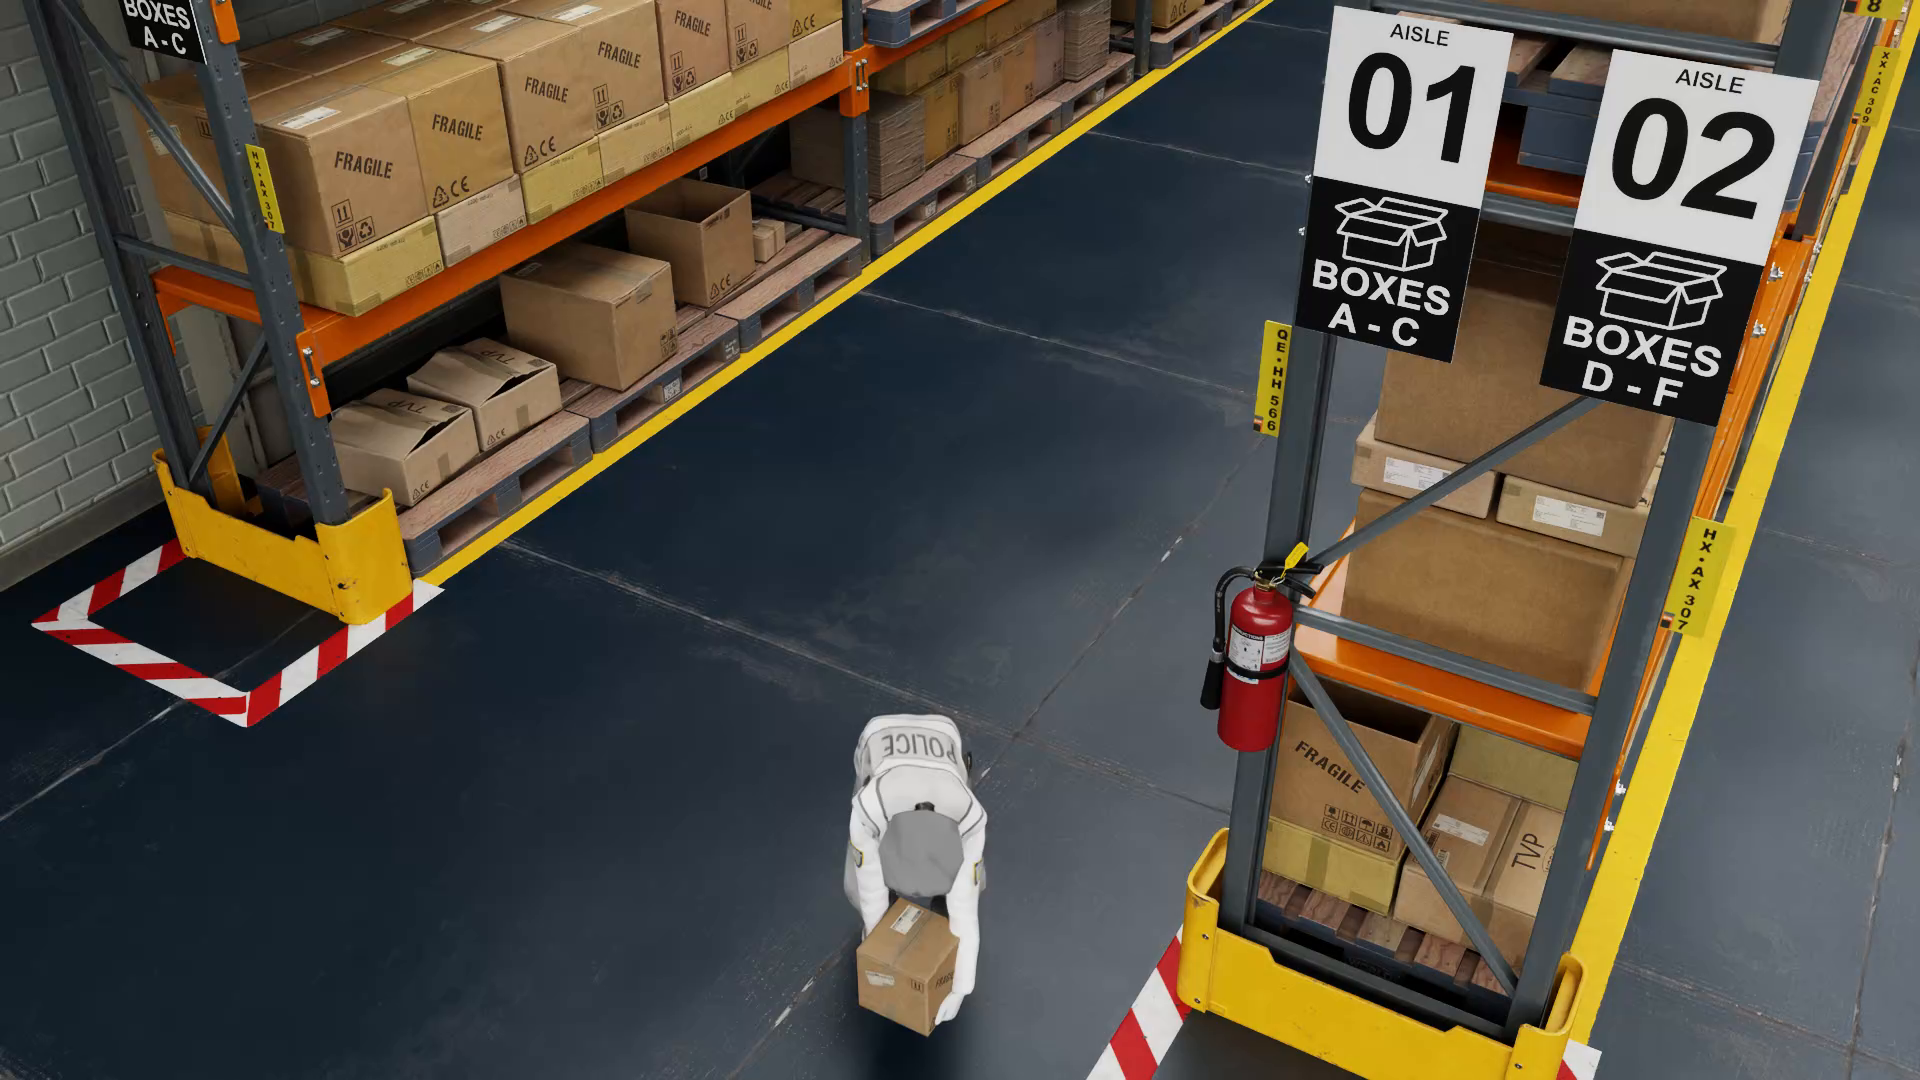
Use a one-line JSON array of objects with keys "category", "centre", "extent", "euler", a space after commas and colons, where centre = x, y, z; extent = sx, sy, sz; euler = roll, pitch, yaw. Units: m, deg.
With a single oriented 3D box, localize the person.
[{"category": "person", "centre": [-0.145, 1.017, 5.271], "extent": [0.454, 0.974, 0.908], "euler": [-1, 34, -1]}]
